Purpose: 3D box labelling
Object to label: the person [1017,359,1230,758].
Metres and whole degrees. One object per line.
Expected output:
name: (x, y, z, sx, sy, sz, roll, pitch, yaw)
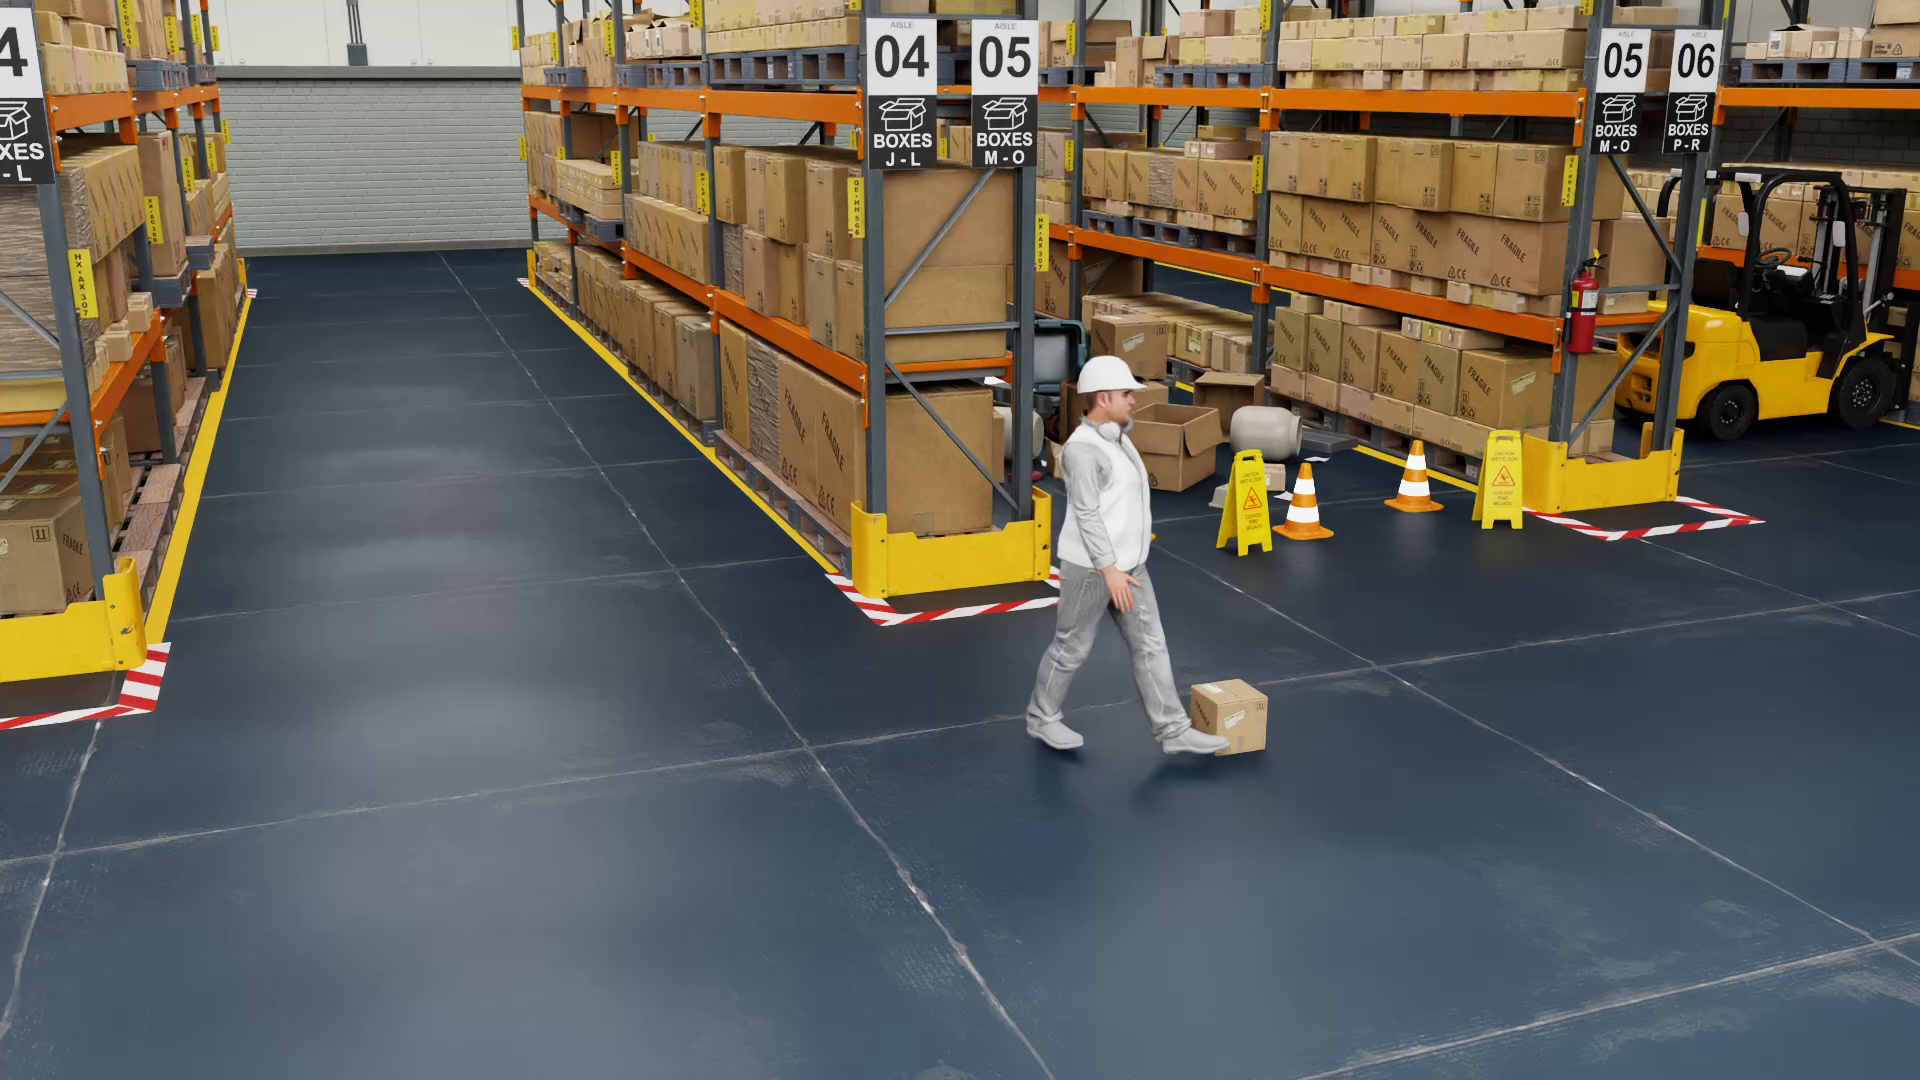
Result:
person: (0.706, 0.109, 7.100, 0.937, 1.743, 0.589, 5, 16, 18)
